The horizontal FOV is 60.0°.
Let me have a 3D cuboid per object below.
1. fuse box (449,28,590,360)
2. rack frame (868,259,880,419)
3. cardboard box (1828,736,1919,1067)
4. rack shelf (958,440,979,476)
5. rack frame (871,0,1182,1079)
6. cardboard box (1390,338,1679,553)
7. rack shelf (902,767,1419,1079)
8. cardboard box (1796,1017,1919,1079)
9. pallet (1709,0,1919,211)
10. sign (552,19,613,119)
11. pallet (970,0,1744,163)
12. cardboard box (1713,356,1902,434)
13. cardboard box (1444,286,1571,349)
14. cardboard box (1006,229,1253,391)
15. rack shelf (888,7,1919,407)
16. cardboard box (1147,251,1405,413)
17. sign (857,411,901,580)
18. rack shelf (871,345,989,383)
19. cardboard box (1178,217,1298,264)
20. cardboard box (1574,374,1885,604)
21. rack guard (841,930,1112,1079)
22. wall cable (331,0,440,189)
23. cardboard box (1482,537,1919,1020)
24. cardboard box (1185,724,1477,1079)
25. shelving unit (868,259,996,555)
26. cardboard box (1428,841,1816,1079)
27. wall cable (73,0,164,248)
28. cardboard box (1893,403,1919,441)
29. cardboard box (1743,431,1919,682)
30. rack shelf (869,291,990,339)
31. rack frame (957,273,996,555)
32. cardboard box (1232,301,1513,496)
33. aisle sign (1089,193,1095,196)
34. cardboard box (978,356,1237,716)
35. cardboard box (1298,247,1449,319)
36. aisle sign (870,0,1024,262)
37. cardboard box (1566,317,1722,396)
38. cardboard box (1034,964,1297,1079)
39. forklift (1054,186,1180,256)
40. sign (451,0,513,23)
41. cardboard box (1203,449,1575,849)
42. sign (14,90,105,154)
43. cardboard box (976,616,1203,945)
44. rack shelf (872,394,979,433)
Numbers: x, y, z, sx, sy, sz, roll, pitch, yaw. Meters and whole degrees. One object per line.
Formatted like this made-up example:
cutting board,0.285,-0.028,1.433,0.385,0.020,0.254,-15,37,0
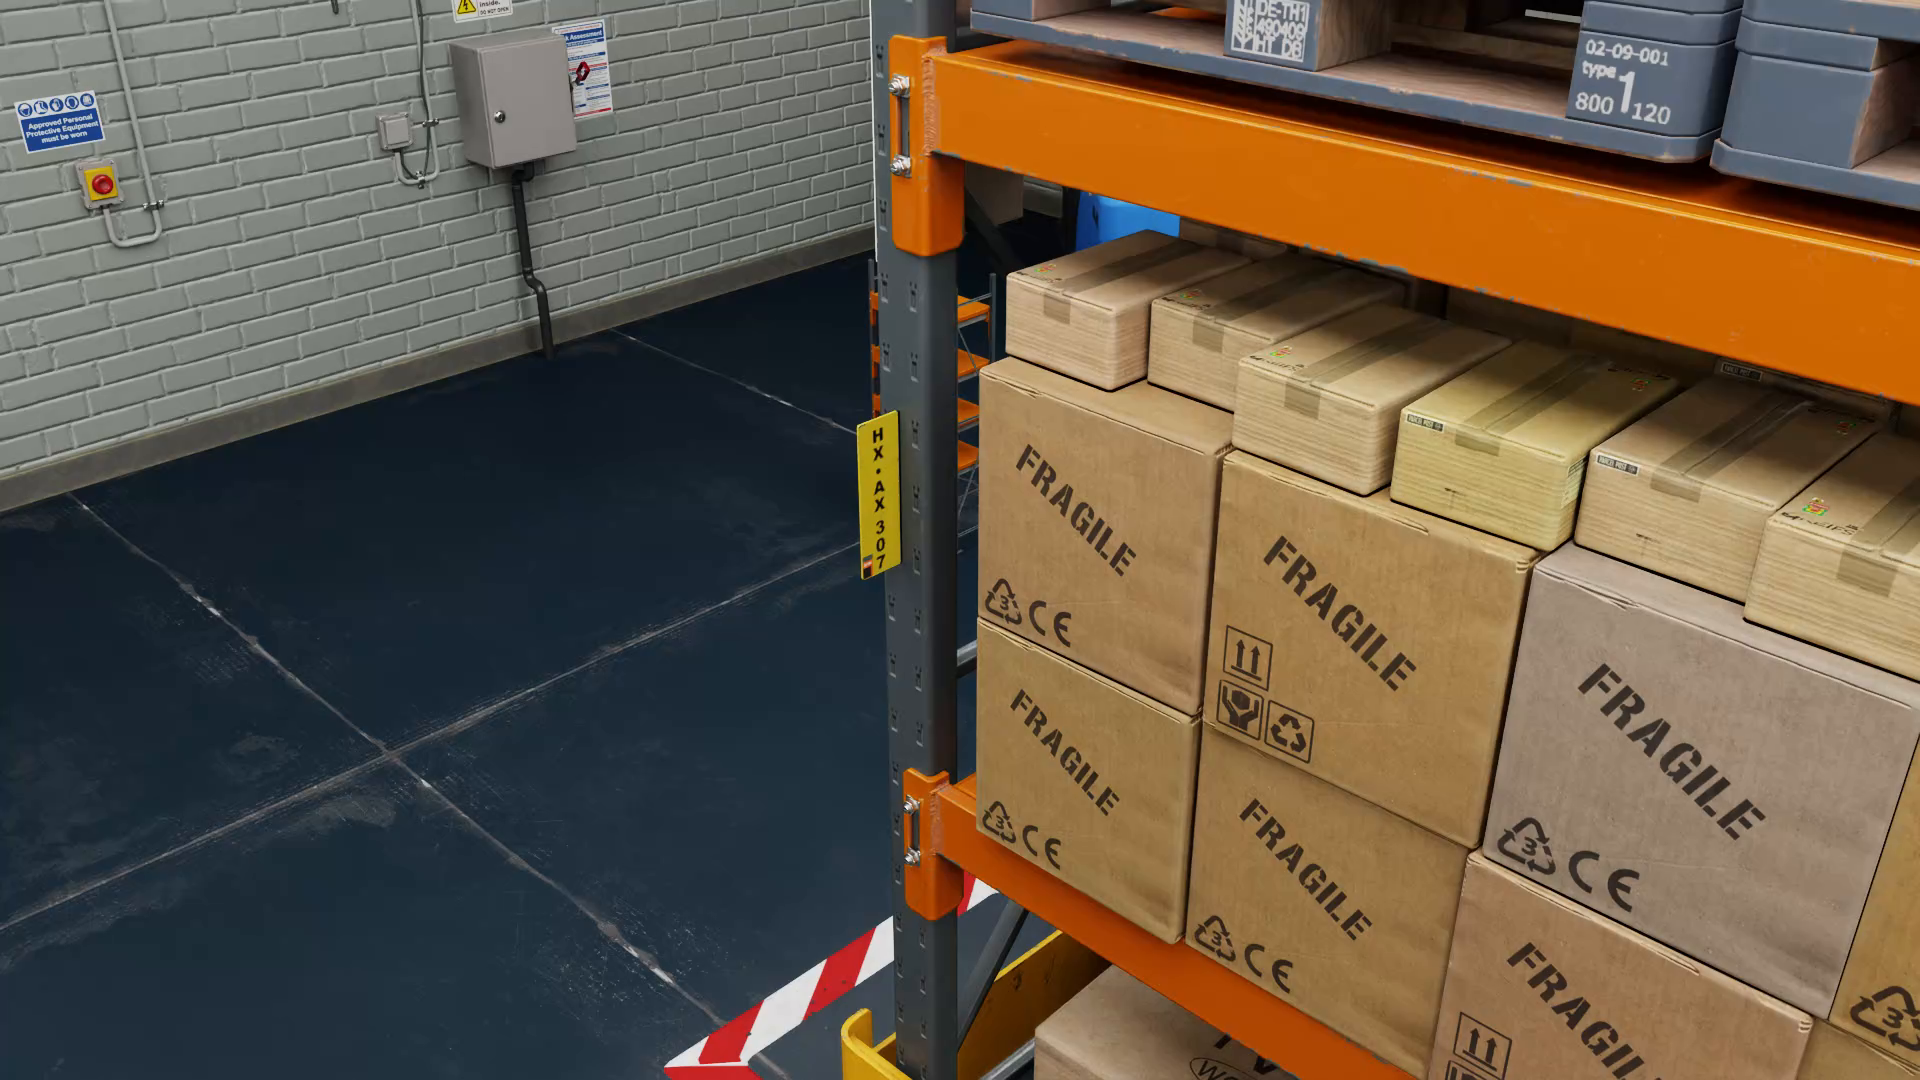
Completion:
fuse box,-2.221,-1.758,8.755,0.414,1.711,0.539,25,36,38
rack frame,-0.292,-0.665,7.225,0.015,1.200,0.240,25,36,38
cardboard box,1.485,0.412,2.062,0.500,0.500,0.500,25,37,39
rack shelf,-0.118,-0.350,7.197,0.480,0.148,0.258,25,36,38
rack frame,0.240,0.153,3.736,0.127,3.000,1.000,25,36,38
cardboard box,0.841,-0.148,2.430,0.250,0.149,0.380,23,36,37
rack shelf,1.666,1.124,2.662,4.000,0.370,1.077,25,36,38
cardboard box,1.480,0.847,2.310,0.500,0.500,0.500,-24,36,-38
pallet,1.650,-0.498,1.847,1.213,0.211,1.003,25,36,38
sign,-2.022,-2.518,8.917,0.001,0.494,0.329,25,36,38
pallet,0.776,-0.897,2.604,1.213,0.211,1.003,25,36,38
cardboard box,1.365,-0.234,2.594,0.250,0.149,0.380,24,36,38
cardboard box,1.077,-0.439,2.983,0.250,0.149,0.380,24,36,38
cardboard box,0.299,-0.413,2.934,0.380,0.149,0.250,-24,36,-38
rack shelf,1.666,-0.203,1.964,4.000,0.370,1.077,25,36,38
cardboard box,0.536,-0.351,2.816,0.380,0.149,0.250,-24,36,-38
sign,-0.154,-0.083,3.169,0.005,0.325,0.100,25,36,38
rack shelf,-0.118,-0.724,7.001,0.480,0.148,0.258,25,36,38
cardboard box,0.636,-0.570,3.232,0.380,0.149,0.250,-25,36,-39
cardboard box,1.065,-0.080,2.301,0.380,0.149,0.250,-25,37,-39
rack guard,0.223,1.252,4.332,0.348,0.500,1.175,25,36,38
wall cable,-2.811,-2.603,7.886,0.122,1.984,0.588,25,36,38
cardboard box,1.128,0.249,2.371,0.500,0.500,0.500,24,36,38
cardboard box,0.761,0.517,2.937,0.500,0.500,0.500,24,36,38
shelving unit,-0.118,-0.585,7.073,0.503,1.200,0.258,25,36,38
cardboard box,1.111,0.689,2.610,0.500,0.500,0.500,24,36,38
wall cable,-3.797,-2.142,6.976,0.123,1.953,0.585,25,36,38
cardboard box,1.584,-0.172,2.475,0.380,0.149,0.250,-24,36,-38
cardboard box,1.214,0.015,2.119,0.380,0.149,0.250,-25,37,-39
rack shelf,-0.118,-0.933,6.891,0.480,0.148,0.258,25,36,38
rack frame,0.056,-0.505,6.922,0.015,1.200,0.240,25,36,38
cardboard box,0.641,-0.228,2.582,0.380,0.149,0.250,-24,36,-38
aisle sign,0.406,-1.124,3.371,0.004,0.787,0.394,25,36,38
cardboard box,0.382,-0.082,3.002,0.500,0.500,0.500,24,36,37
cardboard box,0.834,-0.495,3.090,0.380,0.149,0.250,-25,36,-38
aisle sign,-0.015,-0.925,2.992,0.004,0.787,0.394,25,36,38
cardboard box,1.228,-0.343,2.801,0.380,0.149,0.250,-24,36,-38
cardboard box,0.781,1.284,3.888,0.875,0.438,0.875,23,36,37
forklift,1.140,-2.726,9.284,1.130,2.935,3.031,-1,28,-2
sign,-2.407,-2.743,8.356,0.001,0.242,0.339,25,36,38
cardboard box,0.756,0.084,2.686,0.500,0.500,0.500,23,36,37
sign,-3.875,-1.802,7.164,0.001,0.218,0.327,25,36,38
cardboard box,0.381,0.361,3.233,0.500,0.500,0.500,24,36,38
rack shelf,-0.118,-0.526,7.105,0.480,0.148,0.258,25,36,38
